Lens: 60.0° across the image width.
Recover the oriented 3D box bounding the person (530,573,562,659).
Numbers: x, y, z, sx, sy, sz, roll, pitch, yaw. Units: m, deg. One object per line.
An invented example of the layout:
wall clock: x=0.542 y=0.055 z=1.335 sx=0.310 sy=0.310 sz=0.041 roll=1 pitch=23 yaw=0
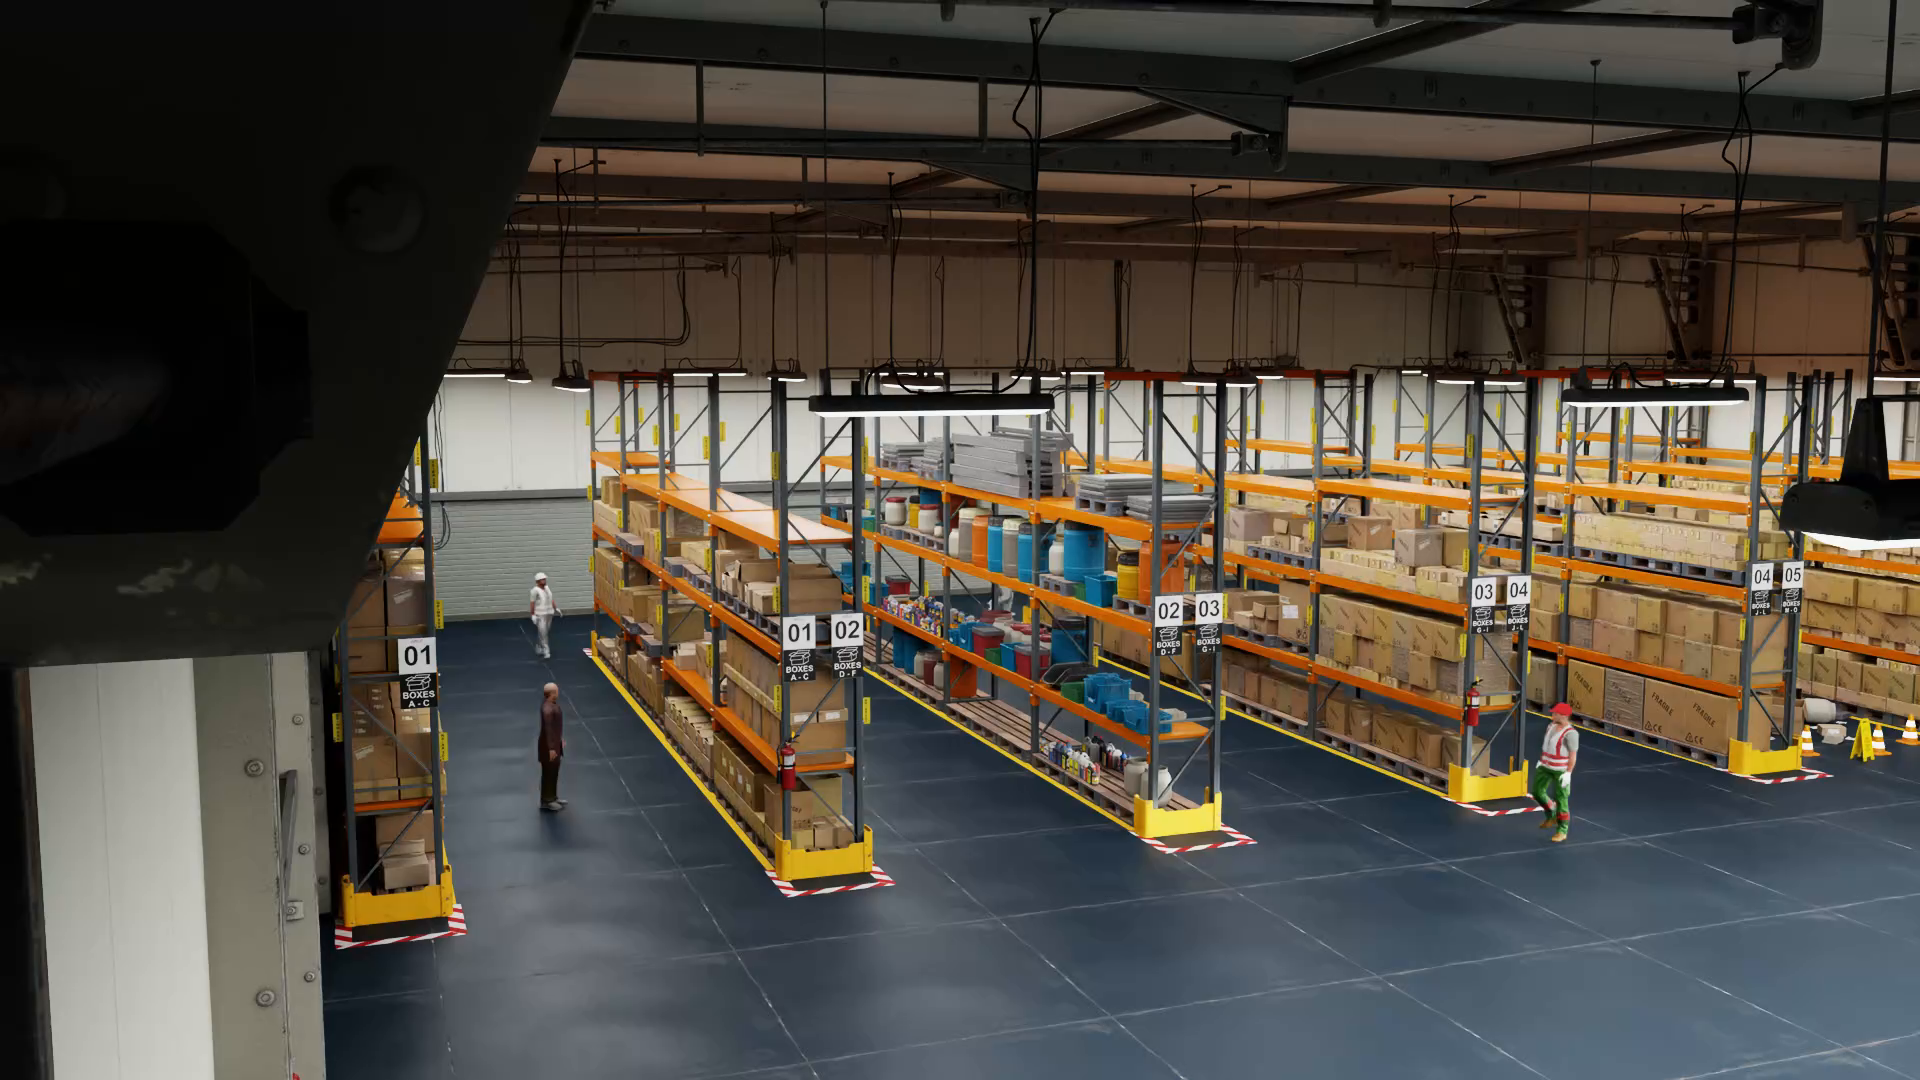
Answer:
person: x=-8.655 y=1.557 z=34.784 sx=0.921 sy=1.740 sz=0.640 roll=6 pitch=9 yaw=43

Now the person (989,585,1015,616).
person: x=1.034 y=1.012 z=40.207 sx=0.629 sy=1.647 sz=0.459 roll=2 pitch=7 yaw=17

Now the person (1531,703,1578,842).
person: x=7.803 y=3.004 z=21.795 sx=0.523 sy=1.788 sz=0.626 roll=-4 pitch=7 yaw=-31

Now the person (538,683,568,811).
person: x=-5.699 y=2.862 z=23.172 sx=0.372 sy=1.789 sz=0.622 roll=0 pitch=6 yaw=-4
